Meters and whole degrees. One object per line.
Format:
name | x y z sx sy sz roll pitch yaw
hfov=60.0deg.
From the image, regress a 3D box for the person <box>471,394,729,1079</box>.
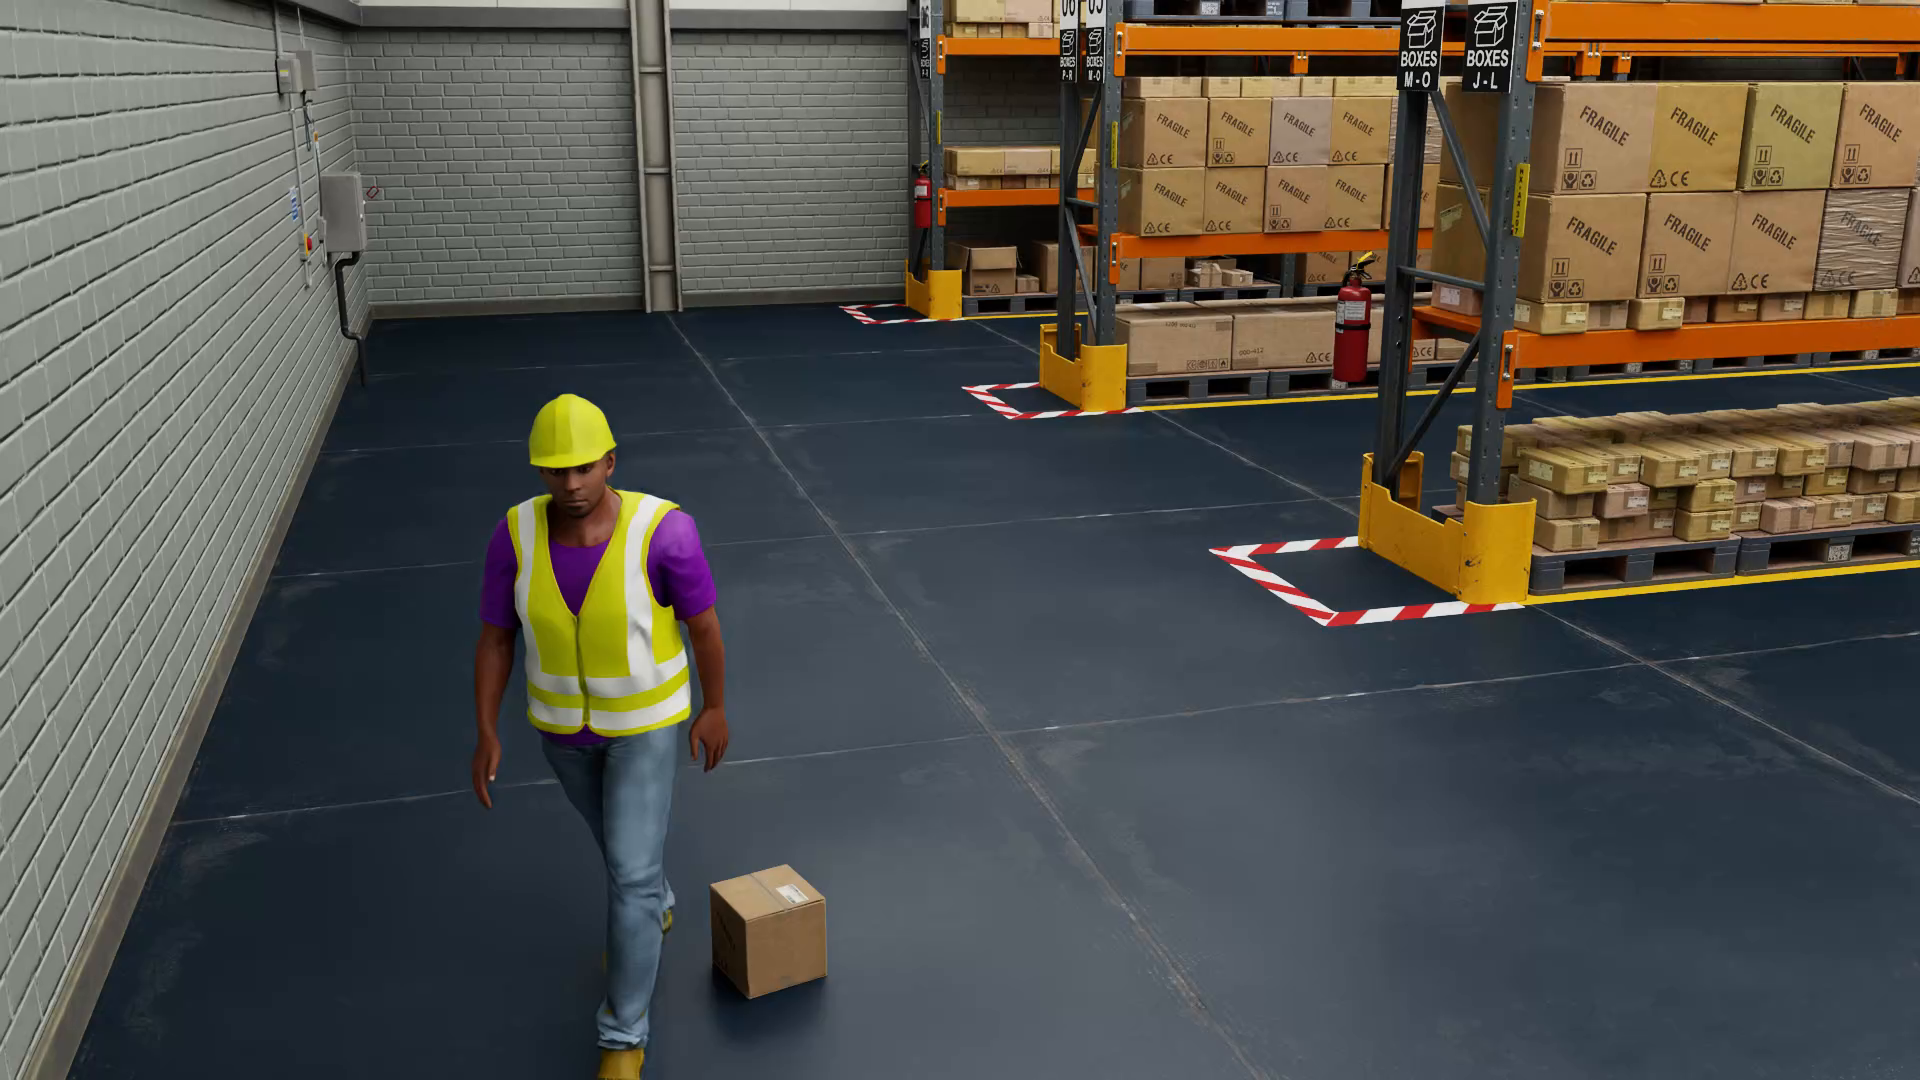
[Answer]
person | -0.931 0.477 4.304 0.595 1.738 0.966 3 16 10
